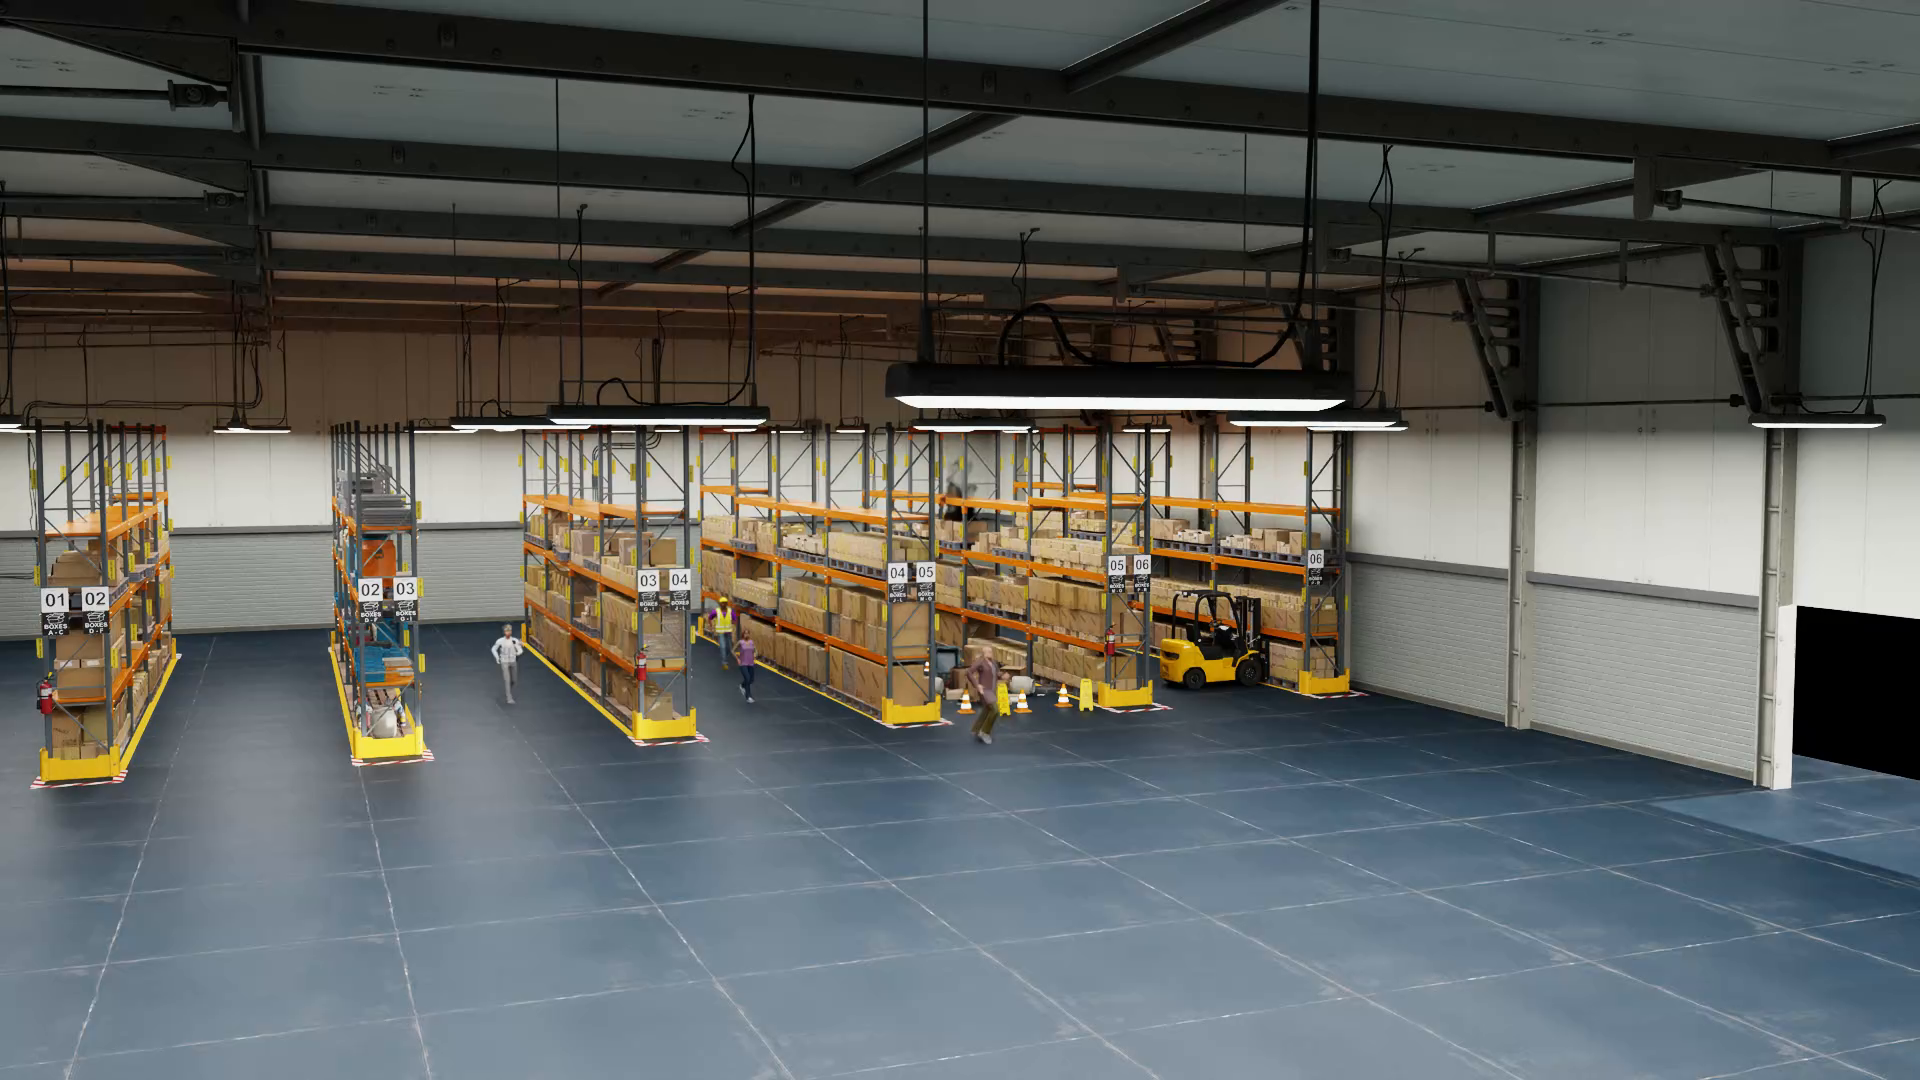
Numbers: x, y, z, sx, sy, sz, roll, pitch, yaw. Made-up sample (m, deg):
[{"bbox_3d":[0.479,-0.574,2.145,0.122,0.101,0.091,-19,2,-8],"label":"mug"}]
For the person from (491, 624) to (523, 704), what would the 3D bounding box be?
[{"bbox_3d":[-9.720,2.642,35.759,0.624,1.669,0.855,-2,4,-29],"label":"person"}]

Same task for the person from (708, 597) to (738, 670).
[{"bbox_3d":[-5.804,2.277,40.885,0.710,1.747,0.968,-1,4,-23],"label":"person"}]

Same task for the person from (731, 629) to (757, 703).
[{"bbox_3d":[-4.627,2.697,35.850,0.548,1.562,0.792,-2,4,-32],"label":"person"}]

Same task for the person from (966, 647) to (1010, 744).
[{"bbox_3d":[0.530,2.899,31.128,0.792,1.817,0.698,2,4,31],"label":"person"}]
